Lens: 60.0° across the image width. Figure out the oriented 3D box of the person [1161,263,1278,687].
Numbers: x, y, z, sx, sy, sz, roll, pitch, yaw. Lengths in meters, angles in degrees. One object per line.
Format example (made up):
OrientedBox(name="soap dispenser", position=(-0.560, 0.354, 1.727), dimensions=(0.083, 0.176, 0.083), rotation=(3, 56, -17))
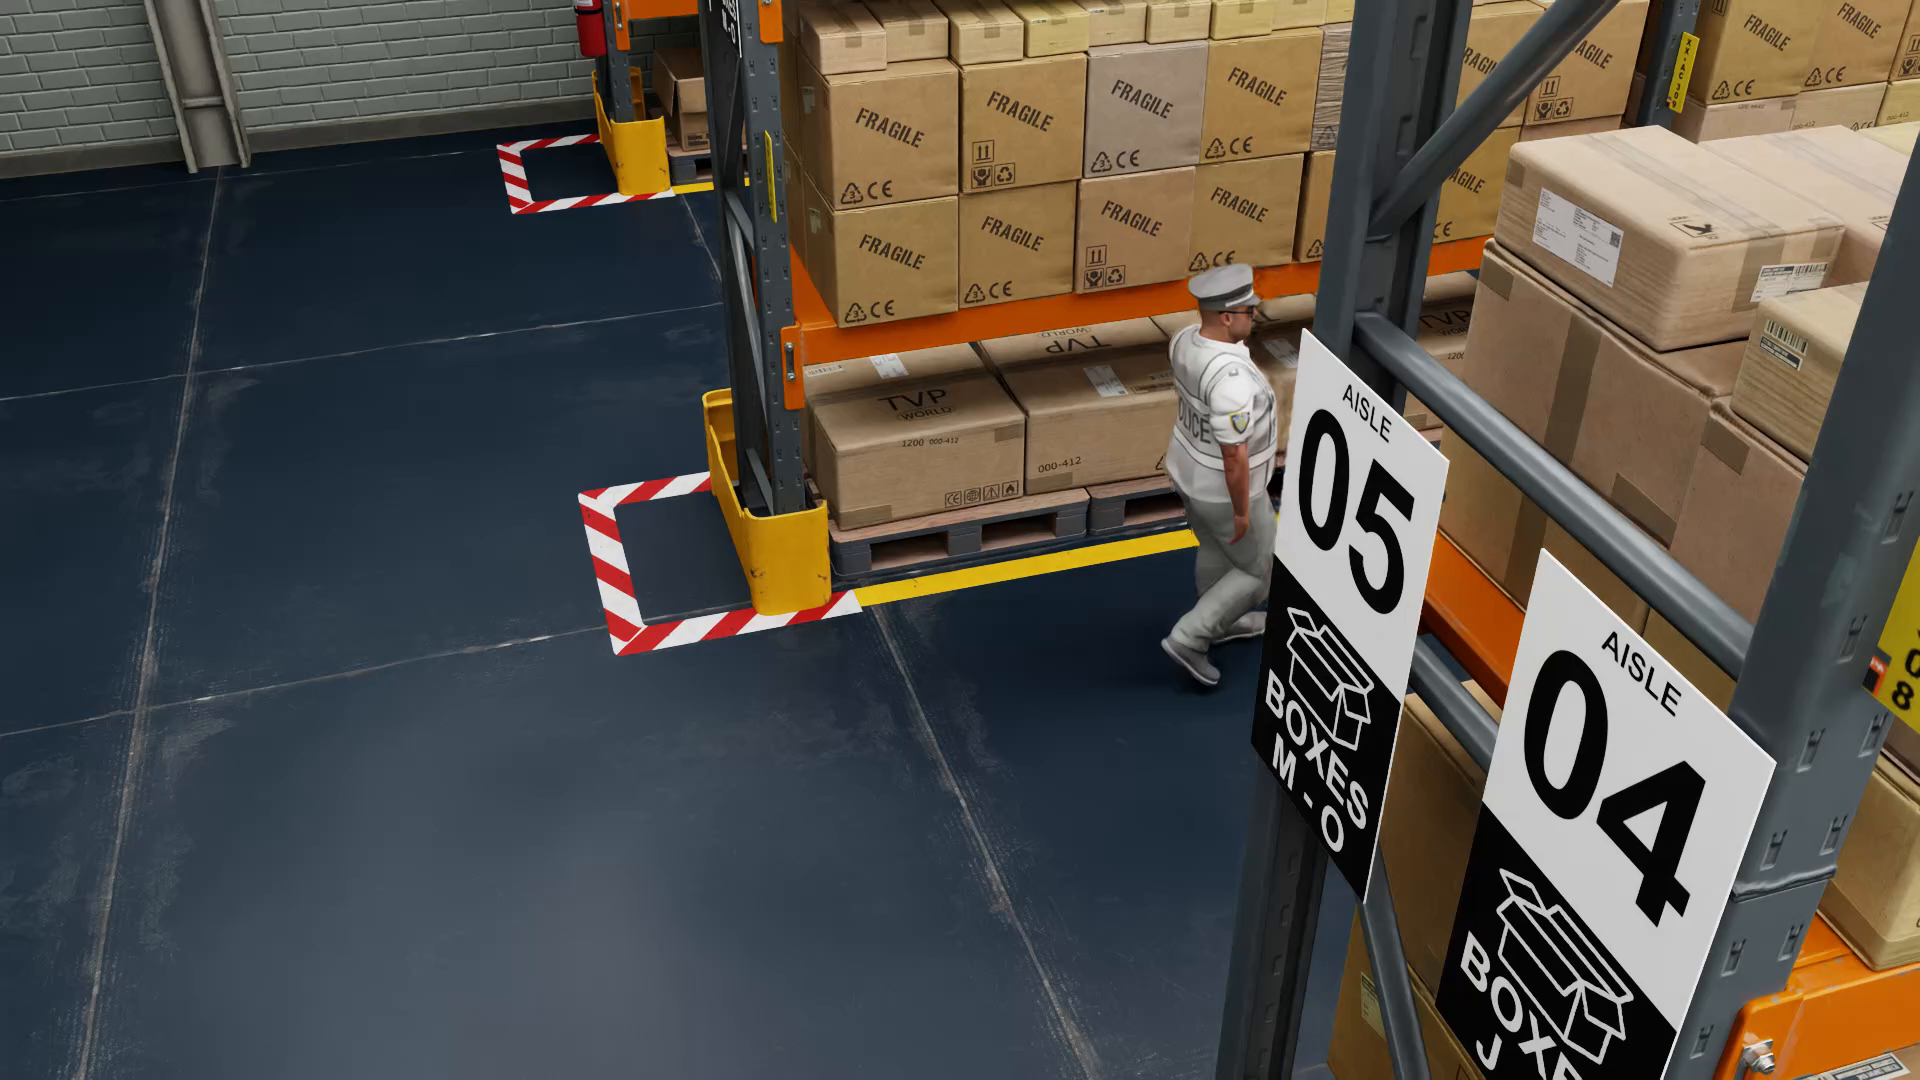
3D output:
OrientedBox(name="person", position=(1.064, -0.253, 6.485), dimensions=(0.624, 1.764, 0.560), rotation=(-10, 35, -15))
